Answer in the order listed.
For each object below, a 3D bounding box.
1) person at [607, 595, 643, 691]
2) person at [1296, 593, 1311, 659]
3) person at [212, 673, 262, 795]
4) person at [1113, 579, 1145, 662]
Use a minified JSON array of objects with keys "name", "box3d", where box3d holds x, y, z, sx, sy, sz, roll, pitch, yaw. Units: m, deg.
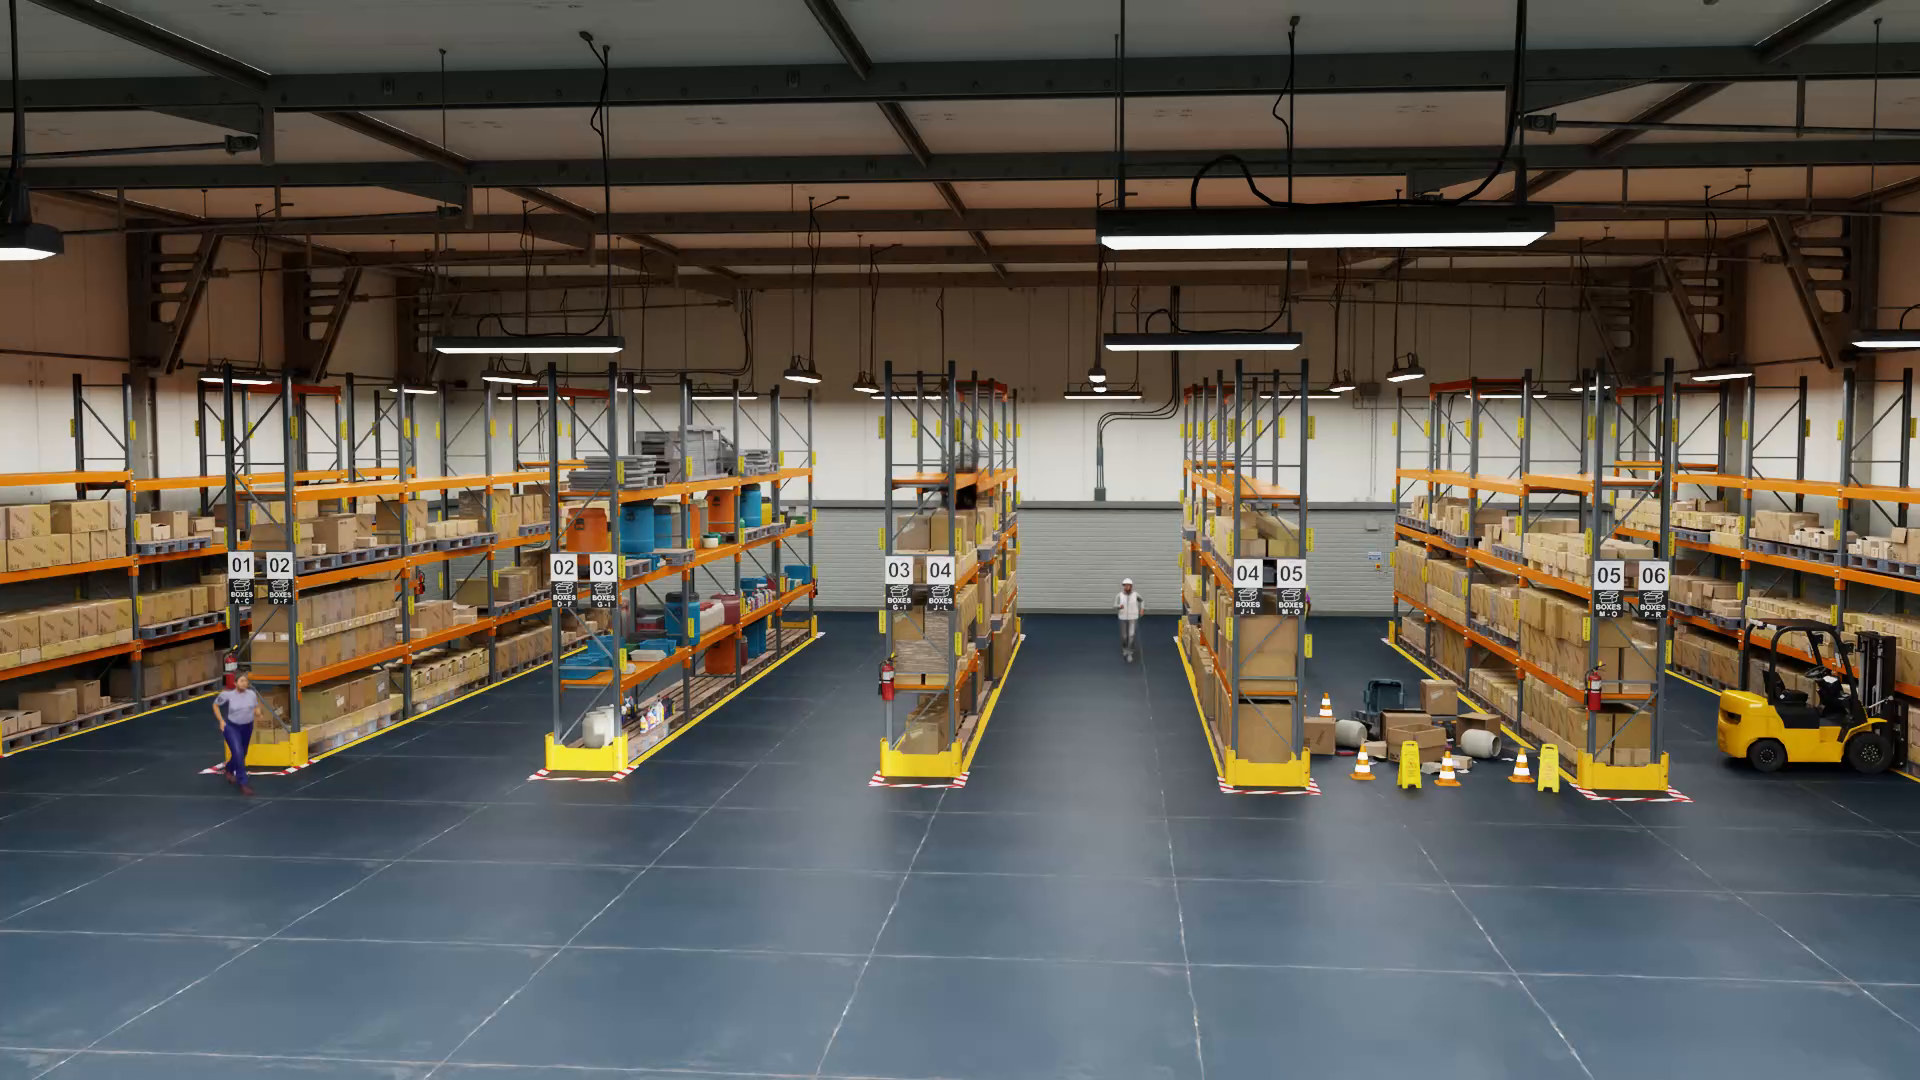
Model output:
[{"name":"person","box3d":[-6.513,1.994,32.352,0.687,1.851,0.867,0,4,5]},{"name":"person","box3d":[7.281,1.754,36.223,0.704,1.834,0.745,0,4,7]},{"name":"person","box3d":[-10.051,2.674,23.154,0.912,1.640,0.570,3,5,37]},{"name":"person","box3d":[3.662,1.717,36.203,0.664,1.750,1.019,1,4,12]}]
